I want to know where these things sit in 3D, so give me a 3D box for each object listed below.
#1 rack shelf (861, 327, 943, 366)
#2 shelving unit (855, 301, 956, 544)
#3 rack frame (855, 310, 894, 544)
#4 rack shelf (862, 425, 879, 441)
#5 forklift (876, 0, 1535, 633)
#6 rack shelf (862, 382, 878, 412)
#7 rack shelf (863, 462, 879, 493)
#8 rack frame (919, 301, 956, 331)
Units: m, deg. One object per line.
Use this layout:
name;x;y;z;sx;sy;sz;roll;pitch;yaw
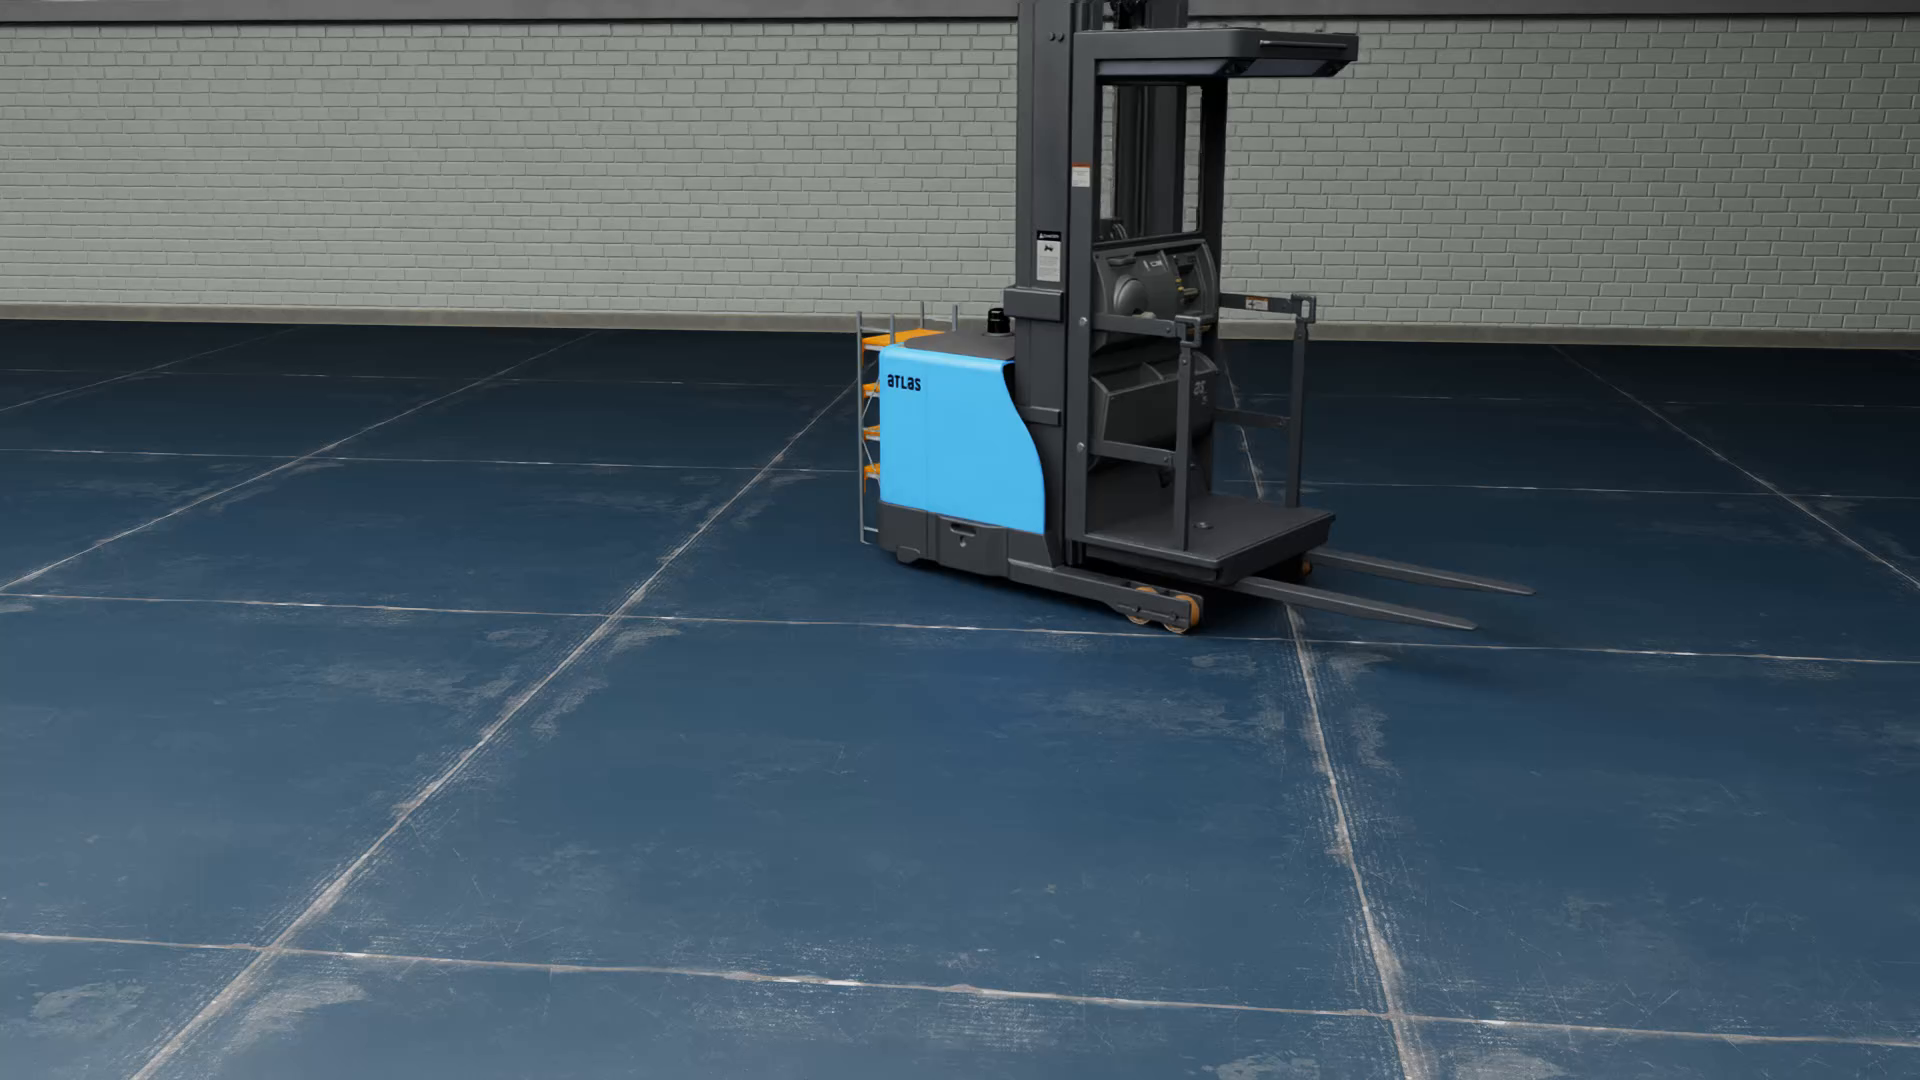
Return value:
rack shelf;-0.271;-0.977;8.470;0.258;0.148;0.480;12;19;37
shelving unit;-0.271;-0.597;8.573;0.258;1.200;0.503;12;19;37
rack frame;-0.424;-0.548;8.390;0.240;1.200;0.015;12;19;37
rack shelf;-0.271;-0.533;8.591;0.258;0.148;0.480;12;19;37
forklift;1.045;-1.169;7.371;3.031;2.935;1.130;12;19;38
rack shelf;-0.271;-0.748;8.532;0.258;0.148;0.480;12;19;37
rack shelf;-0.271;-0.341;8.642;0.258;0.148;0.480;12;19;37
rack frame;-0.118;-0.647;8.756;0.240;1.200;0.015;12;19;37
